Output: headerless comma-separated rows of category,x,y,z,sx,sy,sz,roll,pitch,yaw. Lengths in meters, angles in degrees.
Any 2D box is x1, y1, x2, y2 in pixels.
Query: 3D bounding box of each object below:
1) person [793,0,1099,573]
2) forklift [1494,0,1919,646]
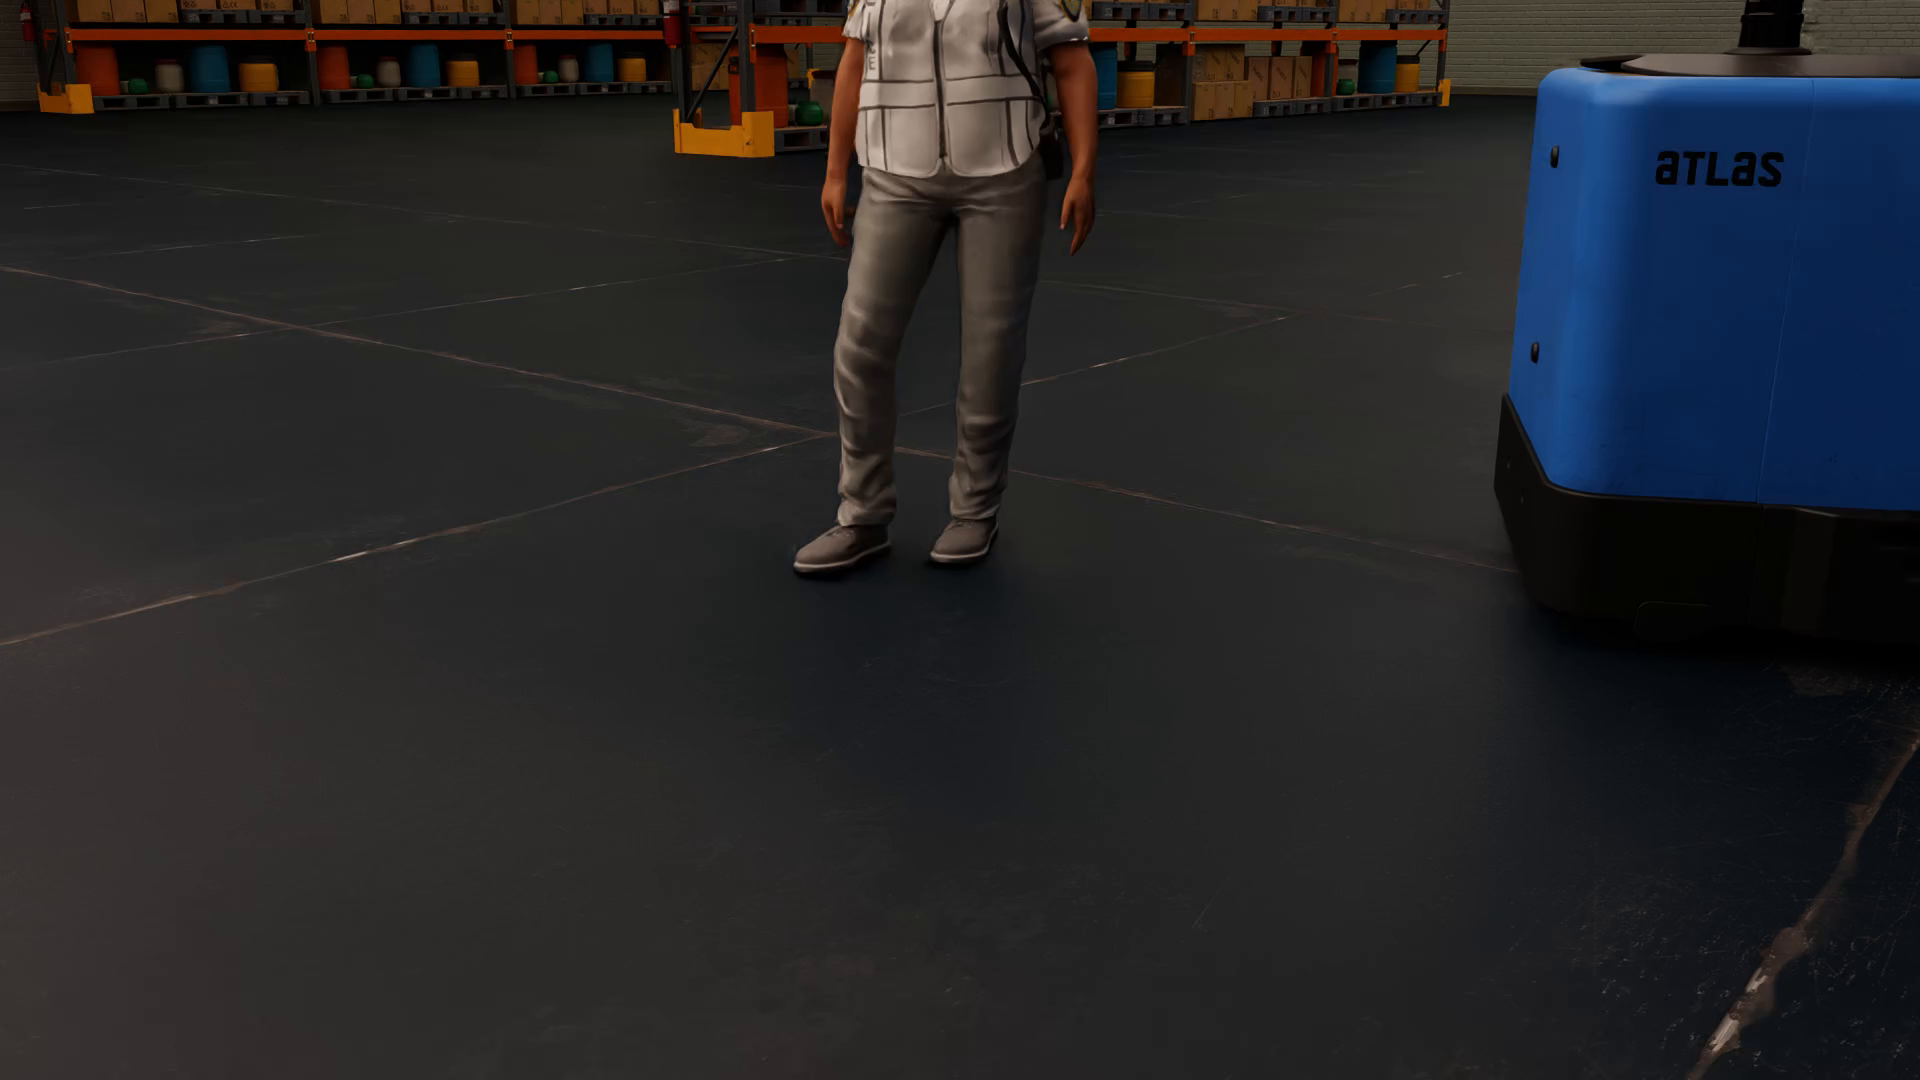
person,-0.027,-0.757,3.596,0.649,1.654,0.470,2,17,7
forklift,2.708,-1.246,2.999,3.031,2.935,1.130,4,17,12
